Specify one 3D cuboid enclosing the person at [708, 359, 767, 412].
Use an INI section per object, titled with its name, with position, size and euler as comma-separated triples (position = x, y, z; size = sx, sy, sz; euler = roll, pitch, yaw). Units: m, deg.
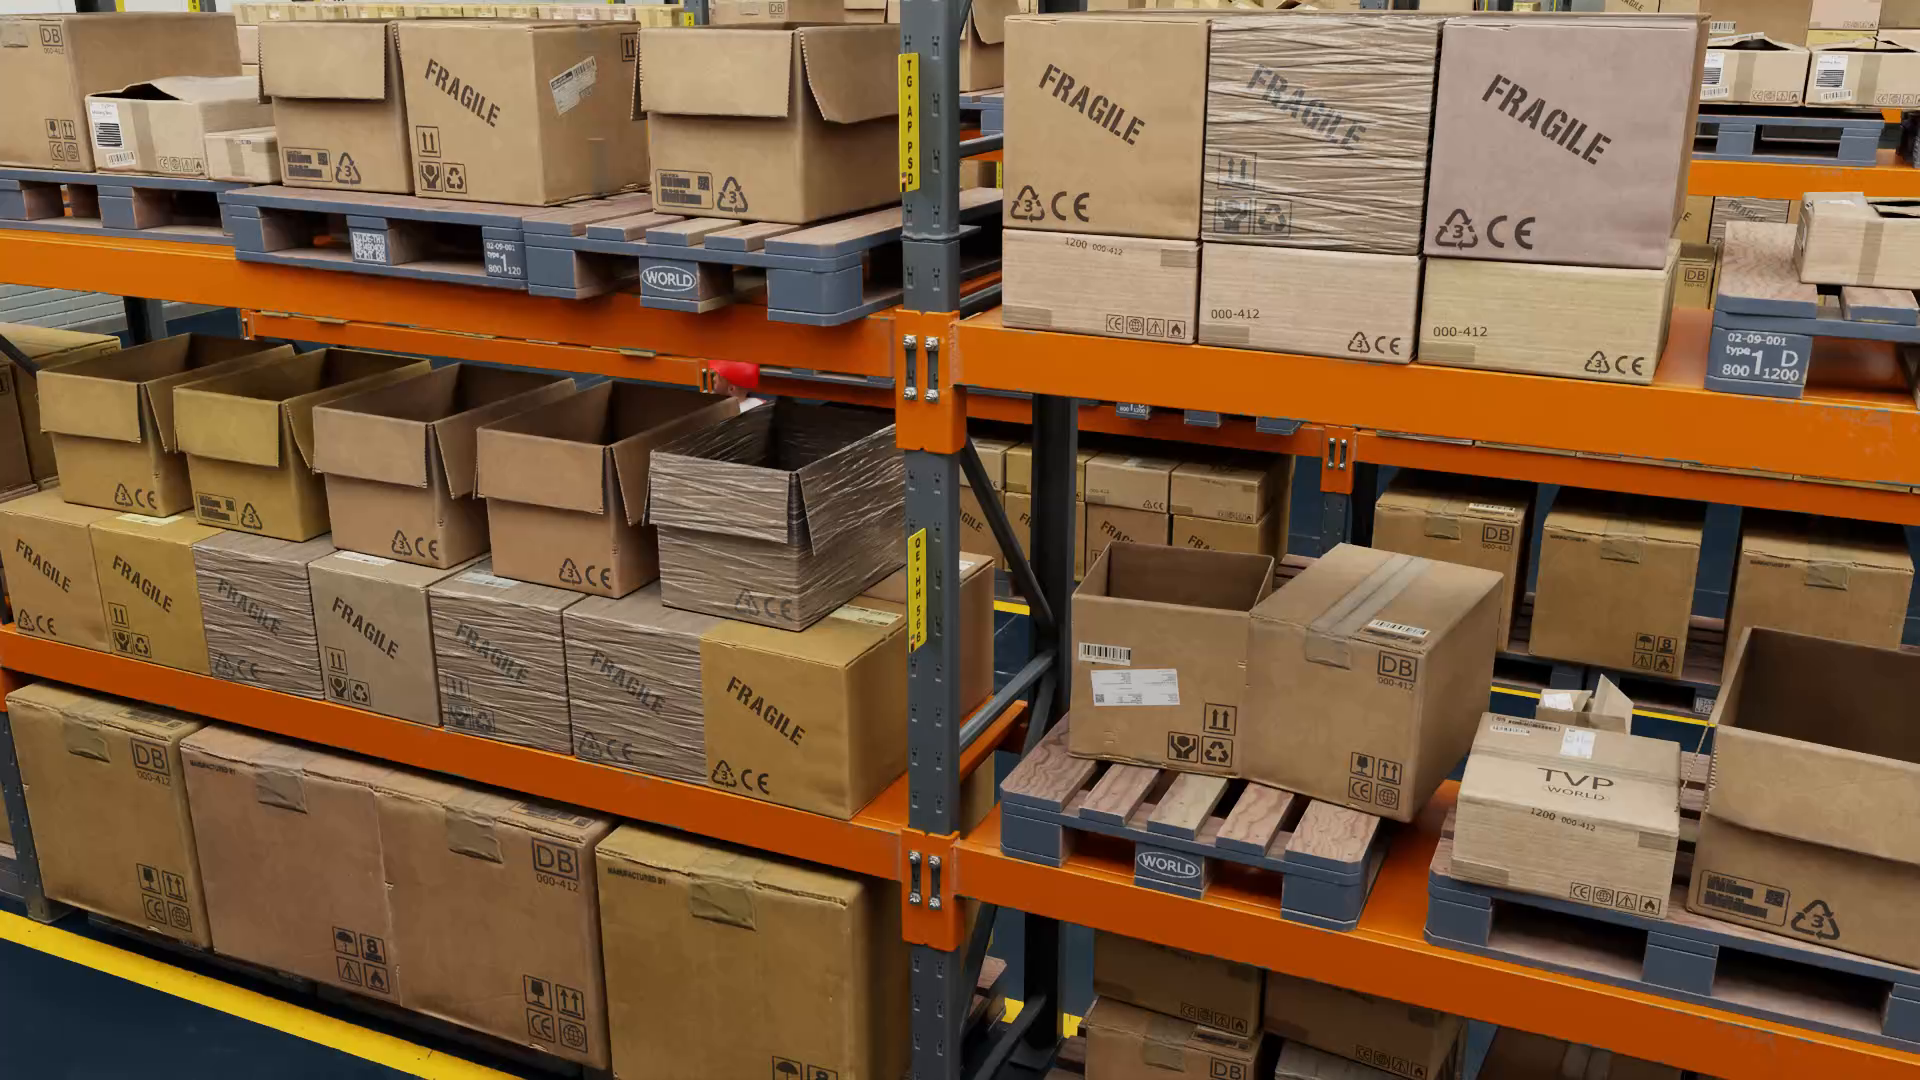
[person]
position = -1.272, -0.156, 8.977
size = 0.513, 1.793, 0.539
euler = 8, 21, 23
